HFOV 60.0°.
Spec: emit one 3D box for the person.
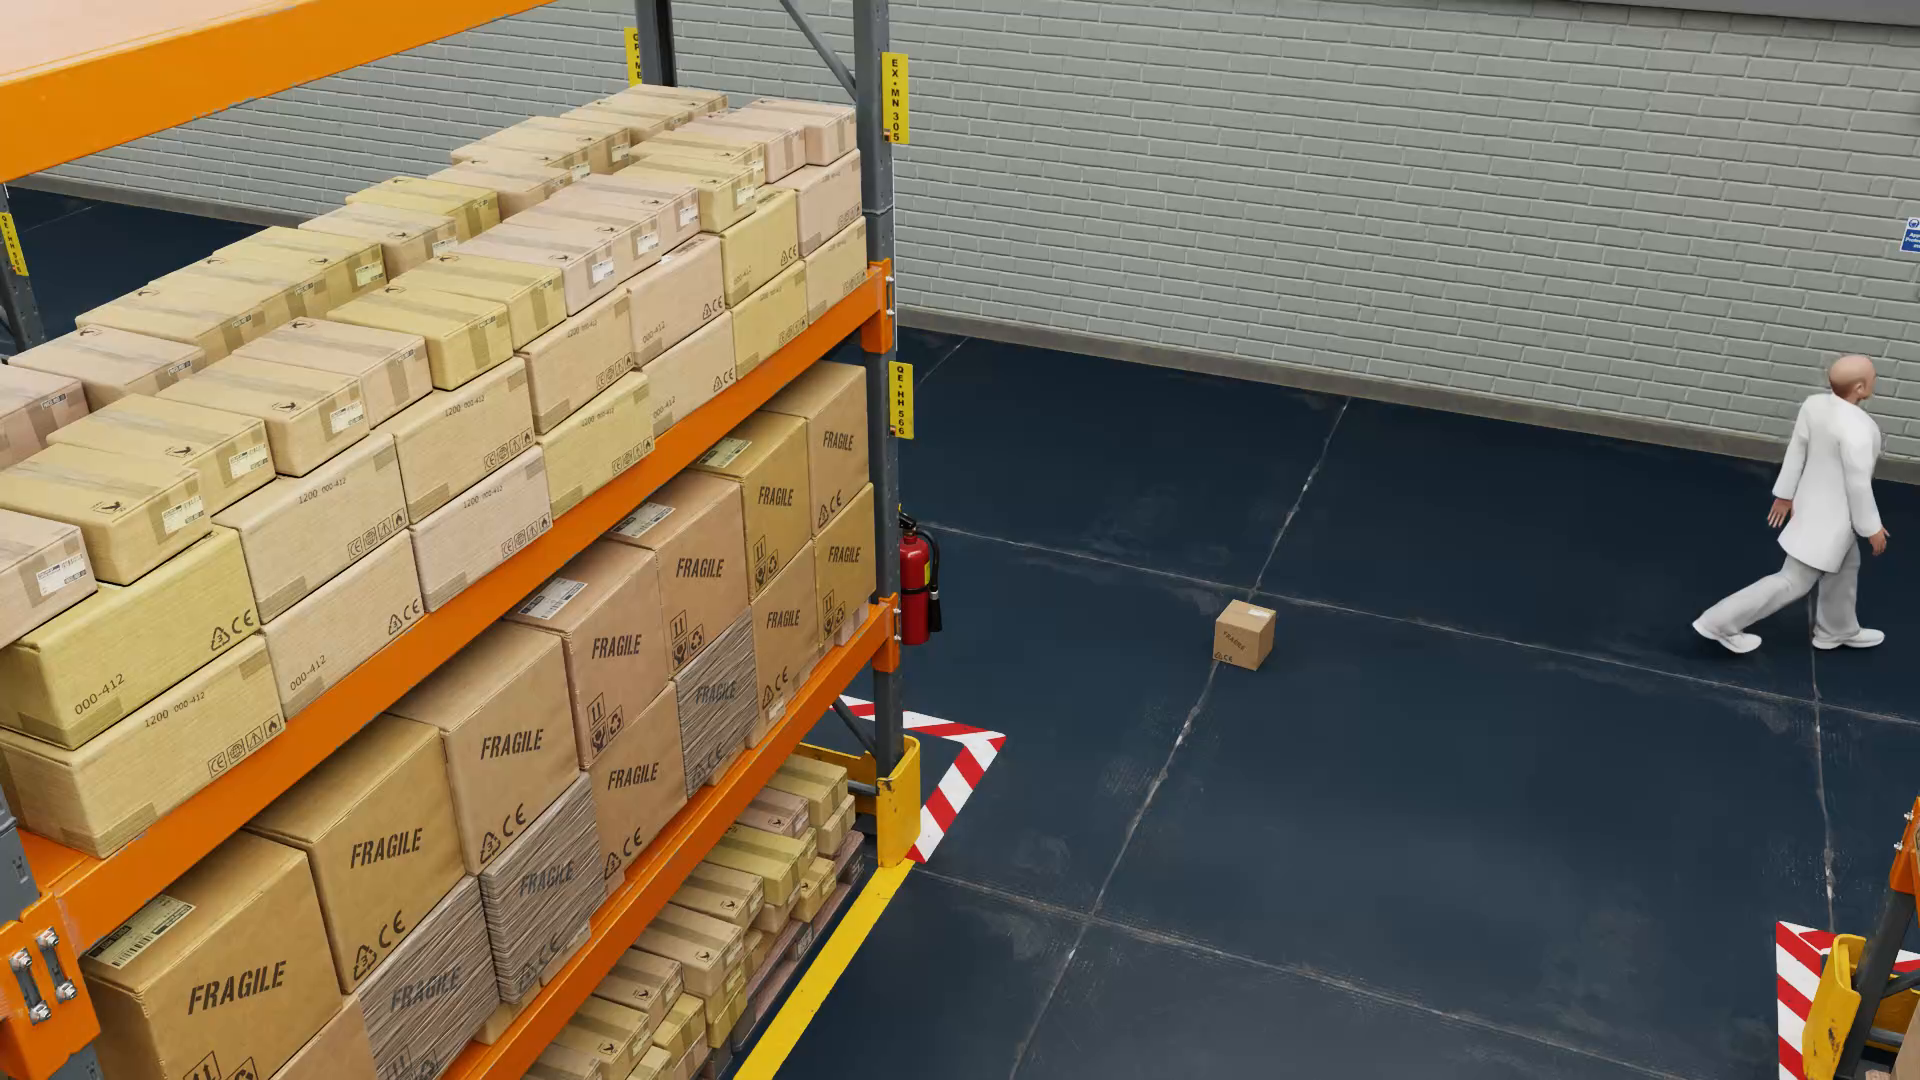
[{"bbox_3d":[4.517,-0.145,8.680,1.084,1.736,0.567,3,29,5],"label":"person"}]
